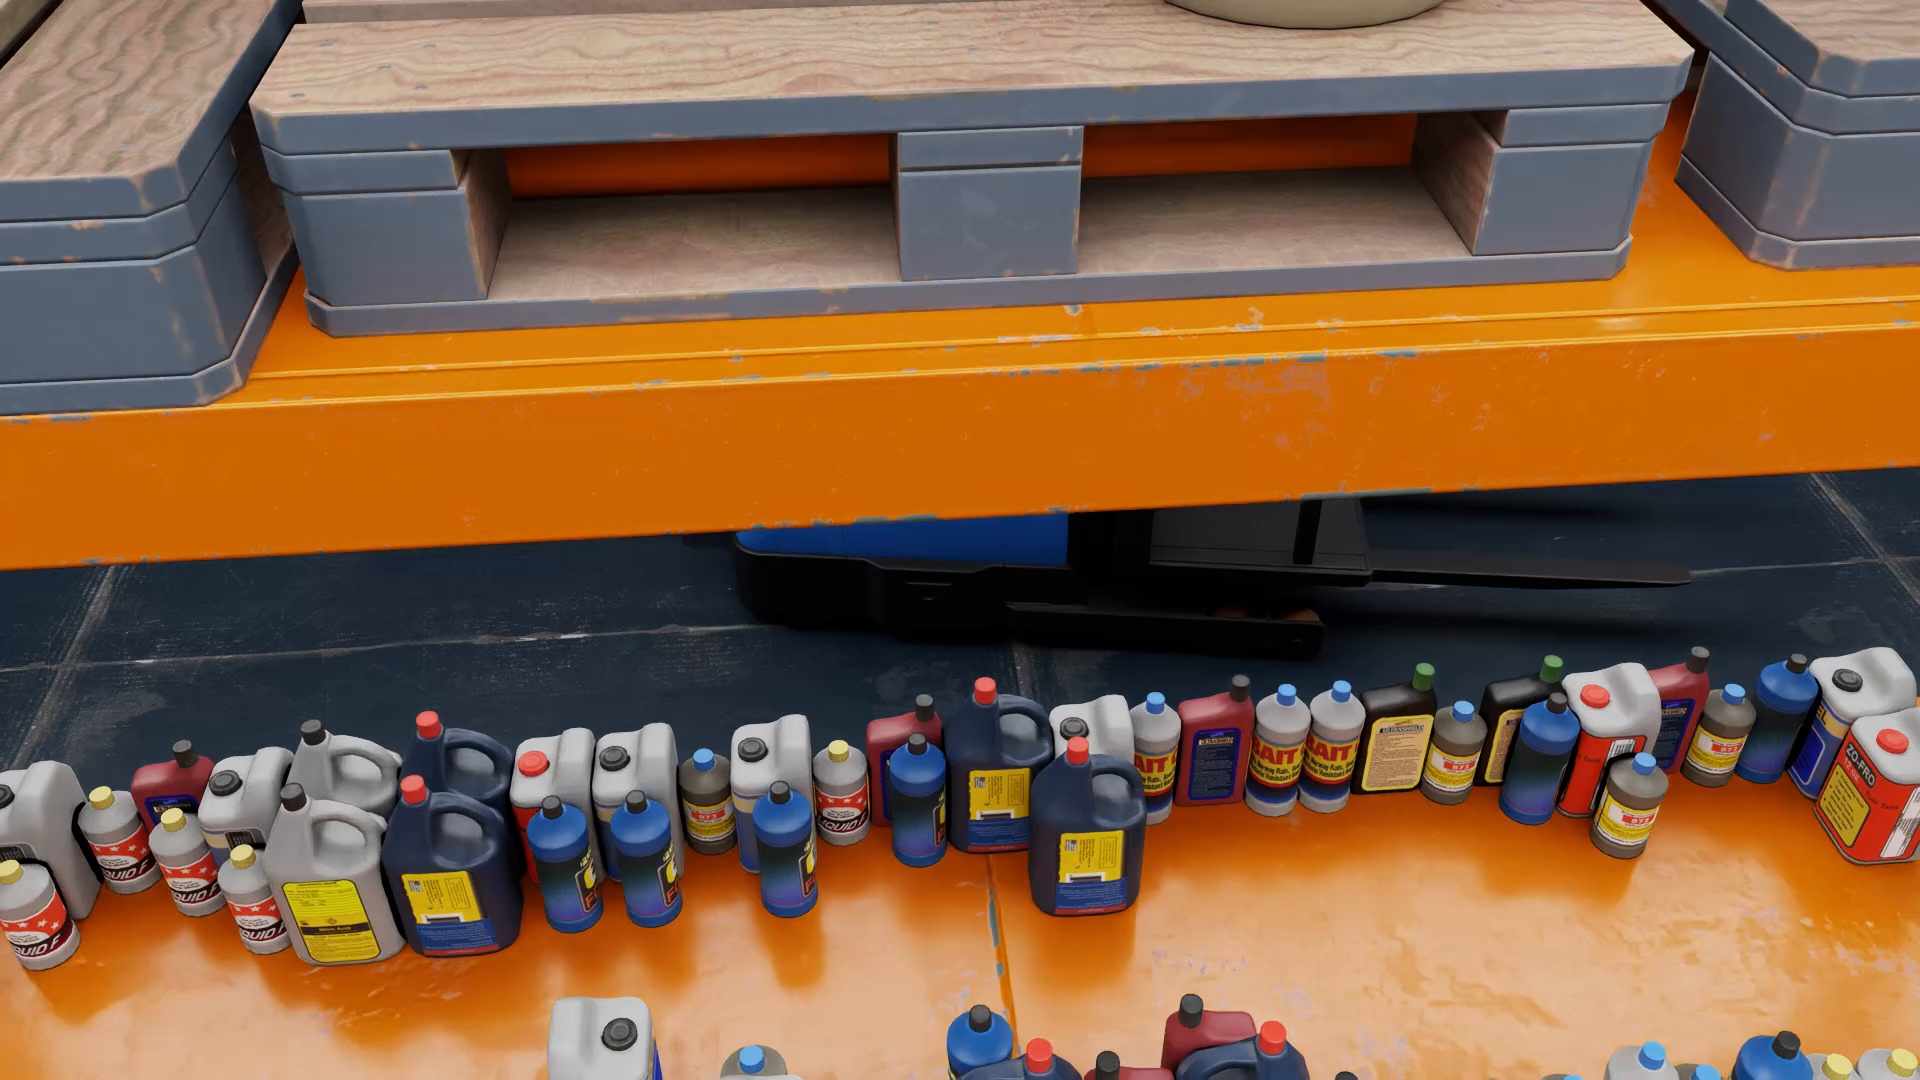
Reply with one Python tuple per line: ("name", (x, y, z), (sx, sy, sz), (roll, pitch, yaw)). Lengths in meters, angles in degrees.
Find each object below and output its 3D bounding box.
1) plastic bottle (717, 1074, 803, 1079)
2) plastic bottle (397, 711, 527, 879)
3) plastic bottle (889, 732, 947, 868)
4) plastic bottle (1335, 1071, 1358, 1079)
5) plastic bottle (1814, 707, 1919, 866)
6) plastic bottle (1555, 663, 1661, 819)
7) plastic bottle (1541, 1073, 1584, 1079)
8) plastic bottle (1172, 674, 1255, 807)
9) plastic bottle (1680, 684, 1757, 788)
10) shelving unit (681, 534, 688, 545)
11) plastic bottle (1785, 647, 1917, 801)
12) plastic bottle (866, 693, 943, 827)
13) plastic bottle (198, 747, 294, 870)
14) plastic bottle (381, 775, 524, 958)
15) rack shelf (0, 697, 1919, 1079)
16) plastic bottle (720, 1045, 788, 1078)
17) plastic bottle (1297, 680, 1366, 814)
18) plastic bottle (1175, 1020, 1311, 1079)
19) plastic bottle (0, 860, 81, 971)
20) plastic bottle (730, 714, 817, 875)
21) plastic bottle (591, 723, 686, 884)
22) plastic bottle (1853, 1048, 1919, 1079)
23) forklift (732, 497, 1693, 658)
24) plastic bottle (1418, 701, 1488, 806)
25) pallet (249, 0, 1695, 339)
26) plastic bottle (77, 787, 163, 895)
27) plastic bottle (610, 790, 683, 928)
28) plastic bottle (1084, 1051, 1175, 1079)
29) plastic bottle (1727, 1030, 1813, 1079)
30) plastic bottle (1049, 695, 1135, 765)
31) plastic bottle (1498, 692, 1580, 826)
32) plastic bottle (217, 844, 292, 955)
("plastic bottle", (-0.270, 0.866, 2.331), (0.135, 0.276, 0.152), (-3, 38, -4))
("plastic bottle", (-0.848, 0.428, 2.826), (0.185, 0.351, 0.144), (-3, 38, -4))
("plastic bottle", (-0.072, 0.440, 2.875), (0.097, 0.271, 0.097), (0, 38, 0))
("plastic bottle", (0.562, 0.845, 2.351), (0.133, 0.283, 0.061), (-3, 38, -4))
("plastic bottle", (1.620, 0.418, 2.898), (0.135, 0.276, 0.152), (-3, 38, -4))
("plastic bottle", (1.145, 0.350, 2.985), (0.135, 0.276, 0.152), (-3, 38, -4))
("plastic bottle", (0.870, 0.849, 2.412), (0.097, 0.201, 0.097), (0, 38, 0))
("plastic bottle", (0.451, 0.357, 2.970), (0.133, 0.283, 0.061), (-3, 38, -4))
("plastic bottle", (1.391, 0.349, 3.047), (0.097, 0.201, 0.097), (0, 38, 0))
("shelving unit", (-0.822, -0.450, 5.473), (0.252, 1.050, 0.215), (3, 38, 3))
("plastic bottle", (1.606, 0.325, 3.017), (0.135, 0.276, 0.152), (-3, 38, -4))
("plastic bottle", (-0.097, 0.387, 2.932), (0.133, 0.283, 0.061), (-3, 38, -4))
("plastic bottle", (-1.191, 0.479, 2.822), (0.135, 0.276, 0.152), (-3, 38, -4))
("plastic bottle", (-0.835, 0.517, 2.713), (0.185, 0.351, 0.144), (-3, 38, -4))
("rack shelf", (0.074, 0.844, 2.840), (4.000, 0.370, 1.077), (-3, 38, -4))
("plastic bottle", (-0.300, 0.819, 2.451), (0.097, 0.201, 0.097), (0, 38, 0))
("plastic bottle", (0.665, 0.361, 2.975), (0.097, 0.271, 0.097), (0, 38, 0))
("plastic bottle", (0.400, 0.802, 2.352), (0.185, 0.351, 0.144), (-3, 38, -4))
("plastic bottle", (-1.525, 0.604, 2.723), (0.097, 0.201, 0.097), (0, 38, 0))
("plastic bottle", (-0.323, 0.431, 2.883), (0.135, 0.276, 0.152), (-3, 38, -4))
("plastic bottle", (-0.554, 0.444, 2.866), (0.135, 0.276, 0.152), (-3, 38, -4))
("plastic bottle", (1.354, 0.823, 2.446), (0.097, 0.201, 0.097), (0, 38, 0))
("forklift", (0.819, -1.120, 4.804), (3.031, 2.935, 1.130), (3, 38, 3))
("plastic bottle", (0.895, 0.376, 3.012), (0.097, 0.201, 0.097), (0, 38, 0))
("pallet", (-0.017, -0.600, 1.819), (1.213, 0.211, 1.003), (-3, 38, -4))
("plastic bottle", (-1.441, 0.505, 2.849), (0.097, 0.201, 0.097), (0, 38, 0))
("plastic bottle", (-0.525, 0.521, 2.772), (0.097, 0.271, 0.097), (0, 38, 0))
("plastic bottle", (0.240, 0.825, 2.377), (0.133, 0.283, 0.061), (-3, 38, -4))
("plastic bottle", (1.160, 0.806, 2.411), (0.097, 0.271, 0.097), (0, 38, 0))
("plastic bottle", (0.225, 0.401, 2.921), (0.135, 0.276, 0.152), (-3, 38, -4))
("plastic bottle", (1.033, 0.379, 2.952), (0.097, 0.271, 0.097), (0, 38, 0))
("plastic bottle", (-1.161, 0.584, 2.749), (0.097, 0.201, 0.097), (0, 38, 0))
